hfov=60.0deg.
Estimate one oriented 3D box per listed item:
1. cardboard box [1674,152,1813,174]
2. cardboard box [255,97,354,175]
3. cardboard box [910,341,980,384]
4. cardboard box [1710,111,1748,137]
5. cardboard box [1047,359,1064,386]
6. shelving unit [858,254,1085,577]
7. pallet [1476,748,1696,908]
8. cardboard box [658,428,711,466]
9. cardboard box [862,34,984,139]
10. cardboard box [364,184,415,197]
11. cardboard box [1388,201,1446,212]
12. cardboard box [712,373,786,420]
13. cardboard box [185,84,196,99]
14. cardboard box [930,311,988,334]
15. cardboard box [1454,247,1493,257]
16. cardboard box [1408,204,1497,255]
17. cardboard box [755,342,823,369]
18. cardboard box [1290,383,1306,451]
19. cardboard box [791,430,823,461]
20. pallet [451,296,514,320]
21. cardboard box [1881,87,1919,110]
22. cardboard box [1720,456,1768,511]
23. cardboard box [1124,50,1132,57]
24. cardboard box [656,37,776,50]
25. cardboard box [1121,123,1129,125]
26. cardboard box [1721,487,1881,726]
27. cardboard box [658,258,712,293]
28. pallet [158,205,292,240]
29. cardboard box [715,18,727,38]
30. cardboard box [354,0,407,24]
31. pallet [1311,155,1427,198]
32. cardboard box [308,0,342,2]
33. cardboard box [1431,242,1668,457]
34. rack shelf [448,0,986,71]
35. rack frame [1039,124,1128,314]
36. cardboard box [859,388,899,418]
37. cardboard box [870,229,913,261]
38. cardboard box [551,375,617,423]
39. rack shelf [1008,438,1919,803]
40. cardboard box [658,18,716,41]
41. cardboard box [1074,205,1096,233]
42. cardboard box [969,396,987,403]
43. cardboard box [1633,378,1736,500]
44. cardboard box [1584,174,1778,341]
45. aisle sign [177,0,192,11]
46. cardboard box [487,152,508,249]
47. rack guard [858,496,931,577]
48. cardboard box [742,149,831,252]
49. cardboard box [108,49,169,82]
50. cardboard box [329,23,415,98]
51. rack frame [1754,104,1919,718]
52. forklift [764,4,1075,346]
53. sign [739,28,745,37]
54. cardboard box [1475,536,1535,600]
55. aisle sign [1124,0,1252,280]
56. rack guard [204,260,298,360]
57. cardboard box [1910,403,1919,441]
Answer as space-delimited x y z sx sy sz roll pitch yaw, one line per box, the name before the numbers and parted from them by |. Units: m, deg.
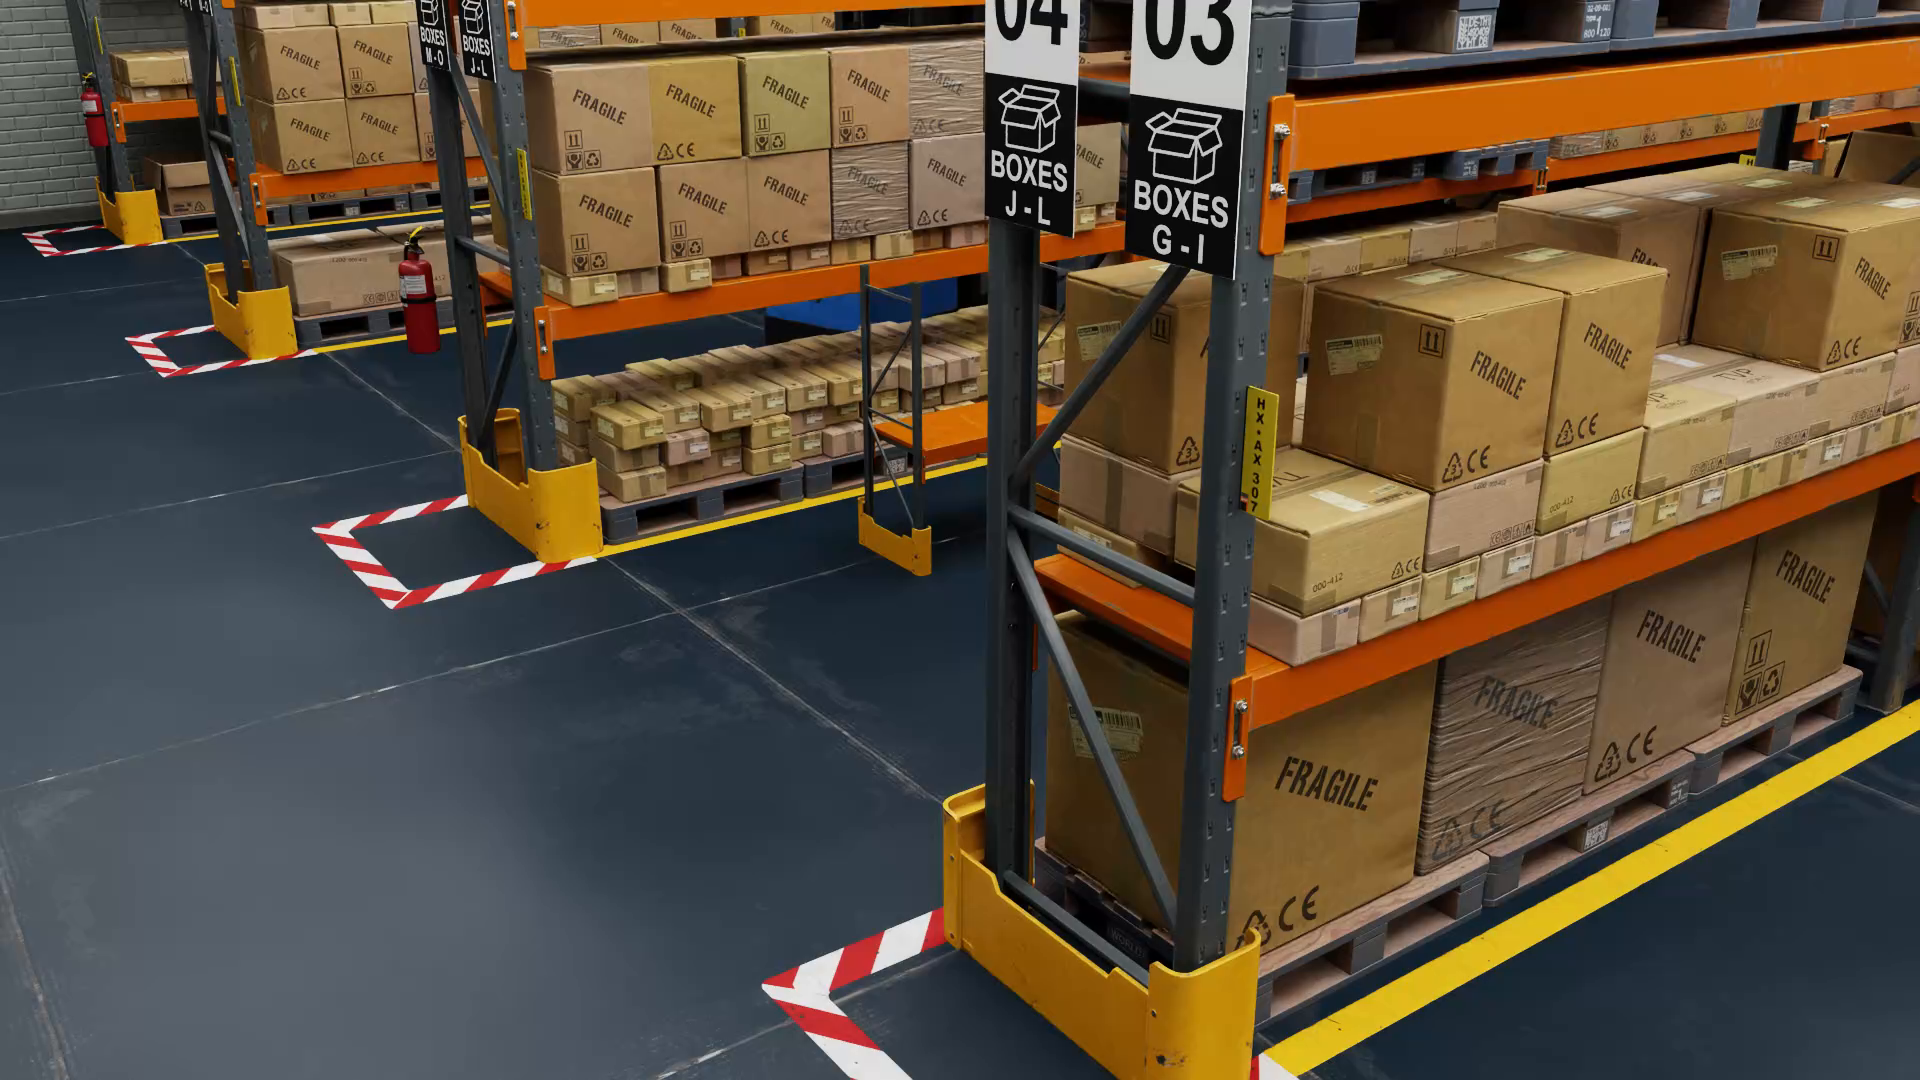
cardboard box | 6.894 -3.042 14.942 0.750 0.750 1.050 -15 26 -33
cardboard box | -4.811 -2.987 12.201 0.500 0.500 0.500 -15 26 -33
cardboard box | -0.089 -1.071 10.012 0.250 0.149 0.380 -16 27 -35
cardboard box | 6.258 -3.688 13.956 0.500 0.500 0.500 -15 26 -32
cardboard box | 0.569 -1.105 10.497 0.250 0.149 0.380 -16 27 -35
shelving unit | 0.062 -0.713 8.660 1.083 1.500 0.587 -15 26 -33
pallet | 2.012 0.894 6.371 1.213 0.211 1.003 -15 26 -33
cardboard box | -1.565 -0.544 9.090 0.250 0.149 0.380 -15 26 -33
cardboard box | -0.212 -2.568 9.399 0.500 0.500 0.500 -14 26 -31
cardboard box | -6.159 -3.952 17.559 0.500 0.500 0.700 -16 27 -35
cardboard box | 3.397 -2.494 12.893 0.500 0.250 0.500 -16 27 -35
cardboard box | -1.186 -0.805 9.344 0.250 0.149 0.380 -16 27 -35
cardboard box | -7.471 -4.424 16.275 0.250 0.149 0.380 -15 26 -34
cardboard box | 0.016 -1.346 10.698 0.250 0.149 0.380 -15 26 -34
cardboard box | 3.717 -2.001 12.669 0.500 0.500 0.500 -15 26 -33
cardboard box | 3.696 -2.343 12.515 0.500 0.250 0.500 -16 27 -34
cardboard box | -1.029 -1.061 9.986 0.250 0.149 0.380 -16 27 -35
cardboard box | 1.070 -0.305 5.414 0.500 0.250 0.500 -15 26 -34
cardboard box | -0.998 -0.588 9.601 0.250 0.149 0.380 -15 26 -33
pallet | -3.775 -2.087 13.843 1.213 0.211 1.003 -15 26 -33
cardboard box | 8.578 -4.414 15.708 0.550 0.550 0.875 -15 26 -33
cardboard box | 2.567 -0.248 5.810 0.250 0.149 0.380 -15 26 -34
cardboard box | 1.626 -5.062 16.433 0.500 0.500 0.500 -16 27 -34
cardboard box | -1.341 -2.504 9.239 0.500 0.500 0.500 -13 25 -30
cardboard box | 1.063 -2.822 10.891 0.250 0.149 0.380 -14 25 -30
cardboard box | 3.084 0.103 6.892 0.875 0.875 0.875 -15 26 -33
cardboard box | -1.509 -1.421 8.748 0.250 0.149 0.380 -16 27 -34
pallet | -7.562 -3.310 16.907 1.213 0.211 1.003 -15 26 -33
cardboard box | -1.905 -4.472 14.573 0.500 0.500 0.500 -14 26 -31
cardboard box | -4.266 -3.891 12.242 0.250 0.149 0.380 -16 27 -35
pallet | 2.516 -2.658 11.769 1.213 0.211 1.003 -15 26 -33
cardboard box | -4.842 -4.017 12.556 0.250 0.149 0.380 -15 26 -33
cardboard box | 1.790 -0.604 5.151 0.500 0.500 0.500 -16 27 -34
rack shelf | -0.772 -2.948 9.160 4.000 0.370 1.077 -15 26 -33
rack frame | 0.852 -2.322 10.668 0.127 3.000 1.000 -15 26 -33
cardboard box | -0.565 -0.859 9.880 0.250 0.149 0.380 -14 25 -30
cardboard box | -0.471 -1.713 9.481 0.250 0.149 0.380 -14 26 -32
cardboard box | -2.114 -0.794 9.317 0.250 0.149 0.380 -15 26 -32
rack shelf | 2.043 -0.041 5.922 4.000 0.370 1.077 -15 26 -33
cardboard box | -2.343 -4.115 13.677 0.500 0.500 0.500 -15 26 -33
cardboard box | 0.611 -1.984 10.161 0.250 0.149 0.380 -16 27 -34
cardboard box | 0.011 -0.877 10.328 0.250 0.149 0.380 -16 27 -34
cardboard box | 2.215 -0.370 5.577 0.500 0.250 0.500 -16 27 -34
cardboard box | 2.724 -1.094 6.379 0.500 0.500 0.500 -15 26 -33
aisle sign | -5.608 -4.209 11.888 0.004 0.787 0.394 -15 26 -33
cardboard box | -2.181 -1.815 8.862 0.500 0.500 0.500 -14 26 -32
rack guard | -0.342 -0.025 8.621 0.087 0.250 0.587 -15 26 -33
cardboard box | -1.045 -1.881 9.025 0.500 0.500 0.500 -15 26 -32
cardboard box | -8.052 -4.664 16.338 0.500 0.250 0.500 -14 26 -31
cardboard box | -4.397 -3.566 12.303 0.500 0.500 0.500 -16 27 -34
rack frame | 3.666 -0.808 6.874 0.127 3.000 1.000 -15 26 -33
forklift | -0.152 -3.061 12.614 1.130 2.935 3.031 16 27 34
sign | -1.796 -4.061 13.752 0.005 0.325 0.100 -15 26 -33
cardboard box | 1.526 0.029 5.116 0.250 0.149 0.380 -15 26 -34
aisle sign | 0.536 -1.044 3.957 0.004 0.787 0.394 -15 26 -33
rack guard | -5.388 -1.757 12.626 0.348 0.500 1.175 -15 26 -33
cardboard box | 3.610 -0.527 6.508 0.250 0.149 0.380 -15 26 -33
